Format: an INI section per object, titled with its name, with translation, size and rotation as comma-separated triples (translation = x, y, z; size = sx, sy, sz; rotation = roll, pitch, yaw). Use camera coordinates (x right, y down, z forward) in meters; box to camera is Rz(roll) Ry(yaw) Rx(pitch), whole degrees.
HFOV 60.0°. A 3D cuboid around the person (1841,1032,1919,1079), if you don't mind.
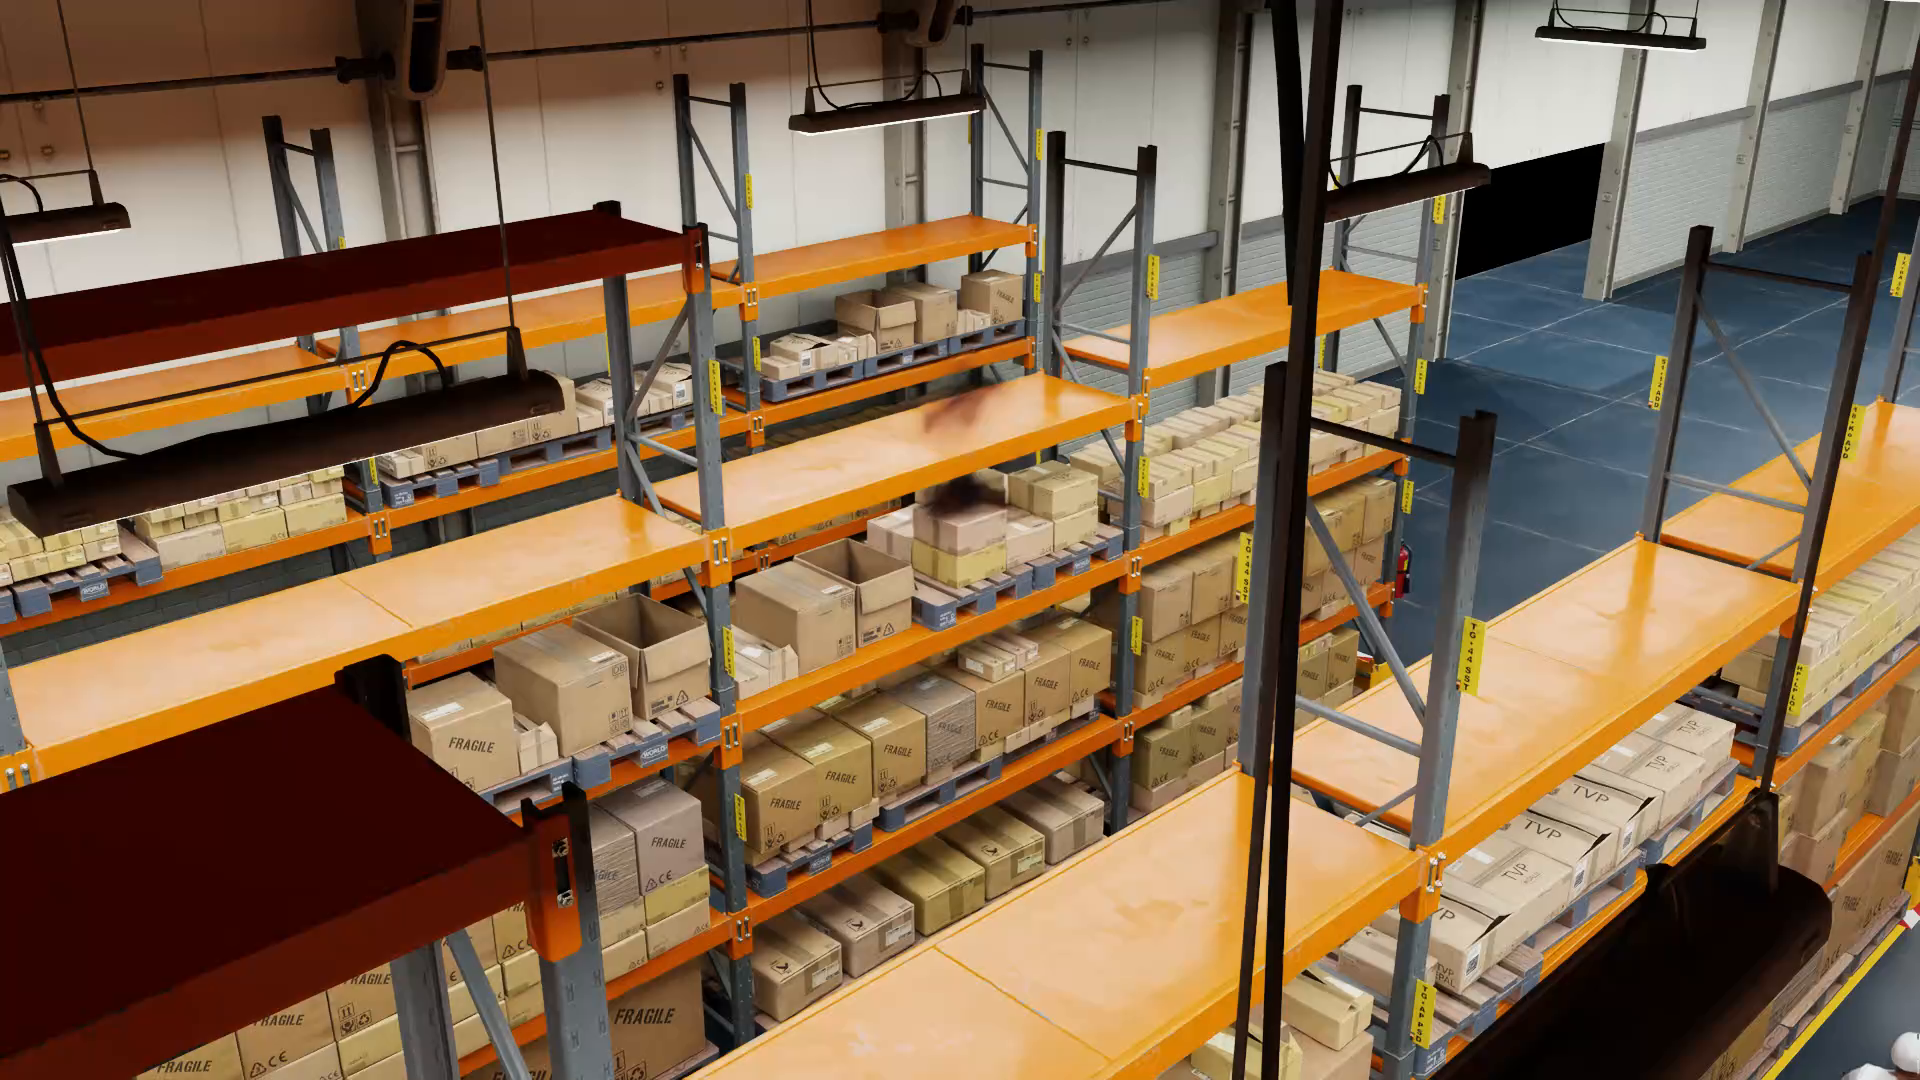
[person]
translation = 5.390, 3.629, 9.693
size = 0.671, 1.818, 0.897
rotation = 14, 26, 31
